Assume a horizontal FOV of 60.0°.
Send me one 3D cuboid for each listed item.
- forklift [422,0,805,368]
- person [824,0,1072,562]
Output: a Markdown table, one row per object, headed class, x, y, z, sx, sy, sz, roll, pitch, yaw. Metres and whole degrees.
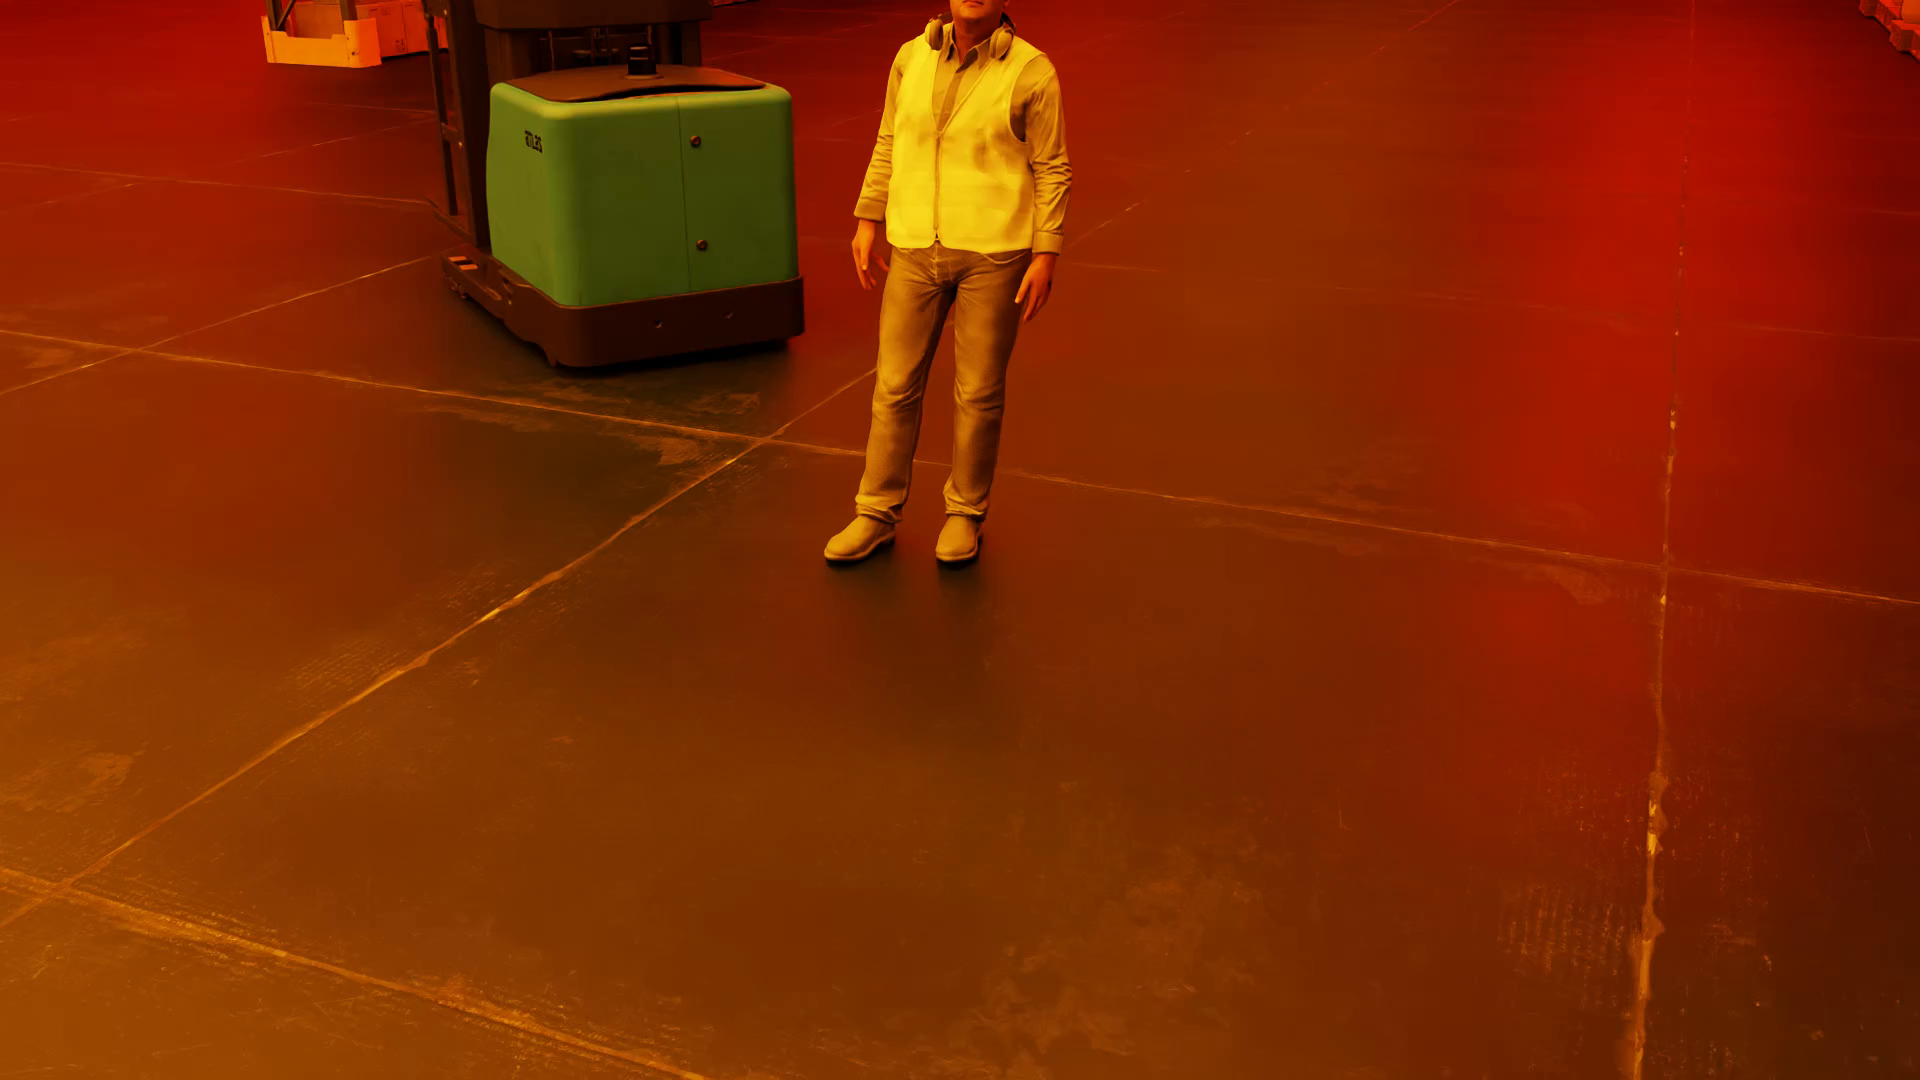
| class | x | y | z | sx | sy | sz | roll | pitch | yaw |
| --- | --- | --- | --- | --- | --- | --- | --- | --- | --- |
| forklift | -1.822 | -2.556 | 7.407 | 1.130 | 2.935 | 3.031 | -12 | 26 | -27 |
| person | -0.031 | -0.805 | 4.698 | 0.632 | 1.773 | 0.568 | 9 | 24 | 21 |
